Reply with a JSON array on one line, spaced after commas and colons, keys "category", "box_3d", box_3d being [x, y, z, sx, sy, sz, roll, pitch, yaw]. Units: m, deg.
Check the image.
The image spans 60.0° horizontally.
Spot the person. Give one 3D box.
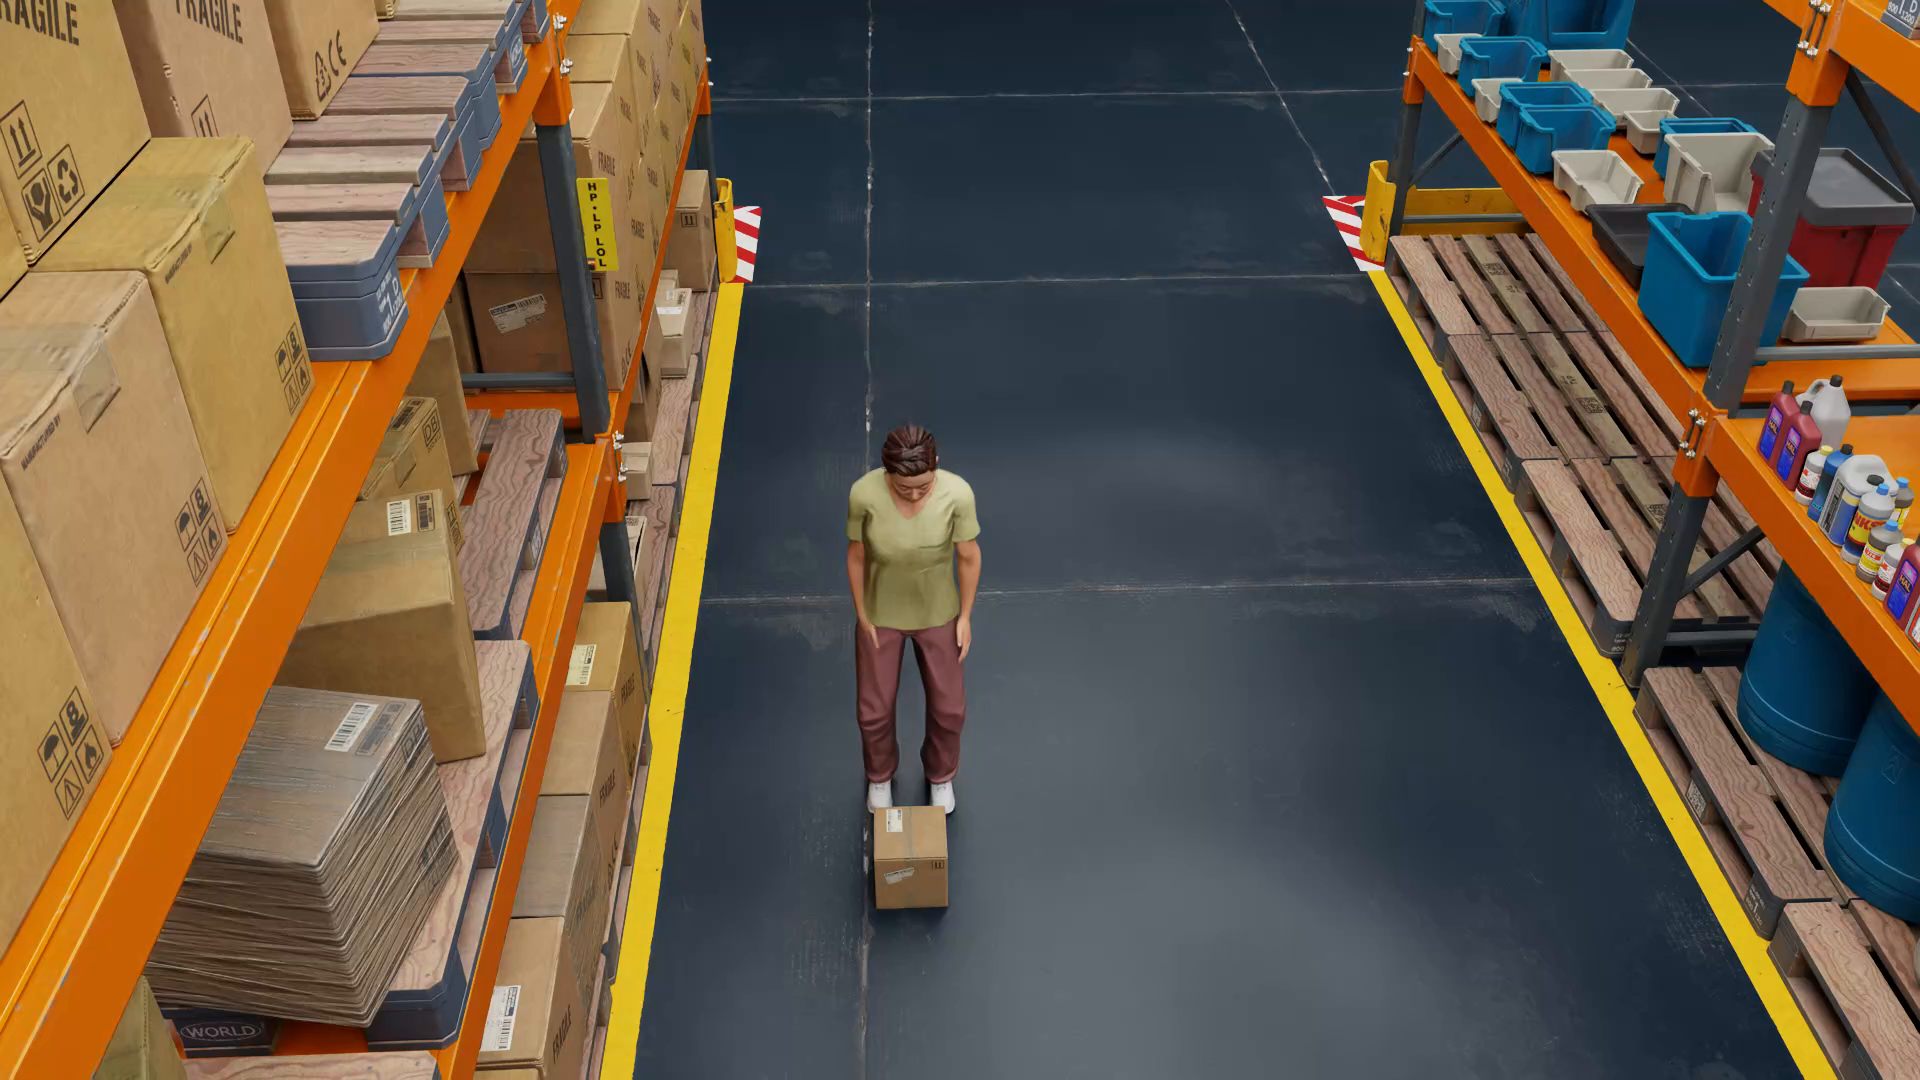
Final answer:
[{"category": "person", "box_3d": [-0.159, 0.276, 5.792, 0.463, 1.645, 0.354, 0, 35, 0]}]
